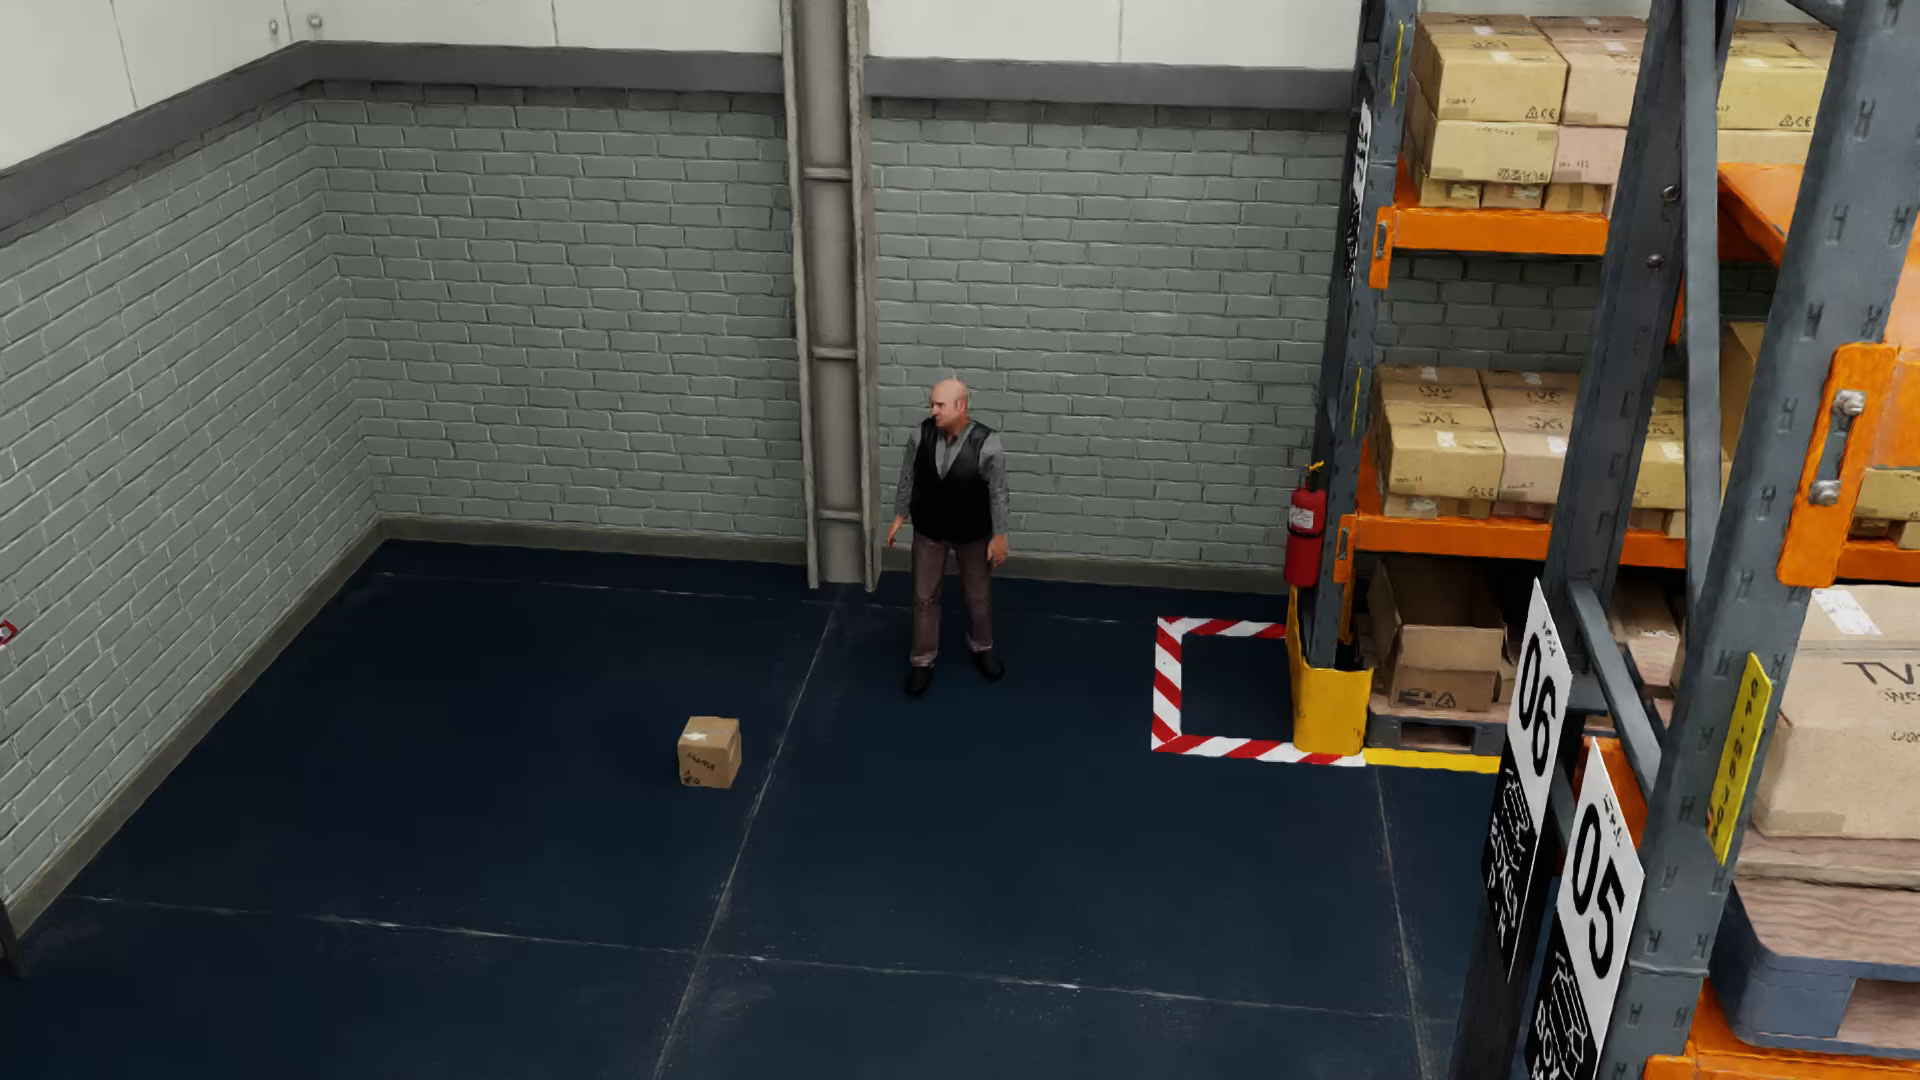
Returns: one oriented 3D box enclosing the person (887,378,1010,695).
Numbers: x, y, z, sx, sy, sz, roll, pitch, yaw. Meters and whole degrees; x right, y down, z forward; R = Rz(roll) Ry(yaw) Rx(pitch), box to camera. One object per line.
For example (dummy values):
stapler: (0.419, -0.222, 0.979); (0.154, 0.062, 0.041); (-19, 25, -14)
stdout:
person: (-0.073, 0.020, 8.653); (0.650, 1.633, 0.577); (7, 29, 12)
